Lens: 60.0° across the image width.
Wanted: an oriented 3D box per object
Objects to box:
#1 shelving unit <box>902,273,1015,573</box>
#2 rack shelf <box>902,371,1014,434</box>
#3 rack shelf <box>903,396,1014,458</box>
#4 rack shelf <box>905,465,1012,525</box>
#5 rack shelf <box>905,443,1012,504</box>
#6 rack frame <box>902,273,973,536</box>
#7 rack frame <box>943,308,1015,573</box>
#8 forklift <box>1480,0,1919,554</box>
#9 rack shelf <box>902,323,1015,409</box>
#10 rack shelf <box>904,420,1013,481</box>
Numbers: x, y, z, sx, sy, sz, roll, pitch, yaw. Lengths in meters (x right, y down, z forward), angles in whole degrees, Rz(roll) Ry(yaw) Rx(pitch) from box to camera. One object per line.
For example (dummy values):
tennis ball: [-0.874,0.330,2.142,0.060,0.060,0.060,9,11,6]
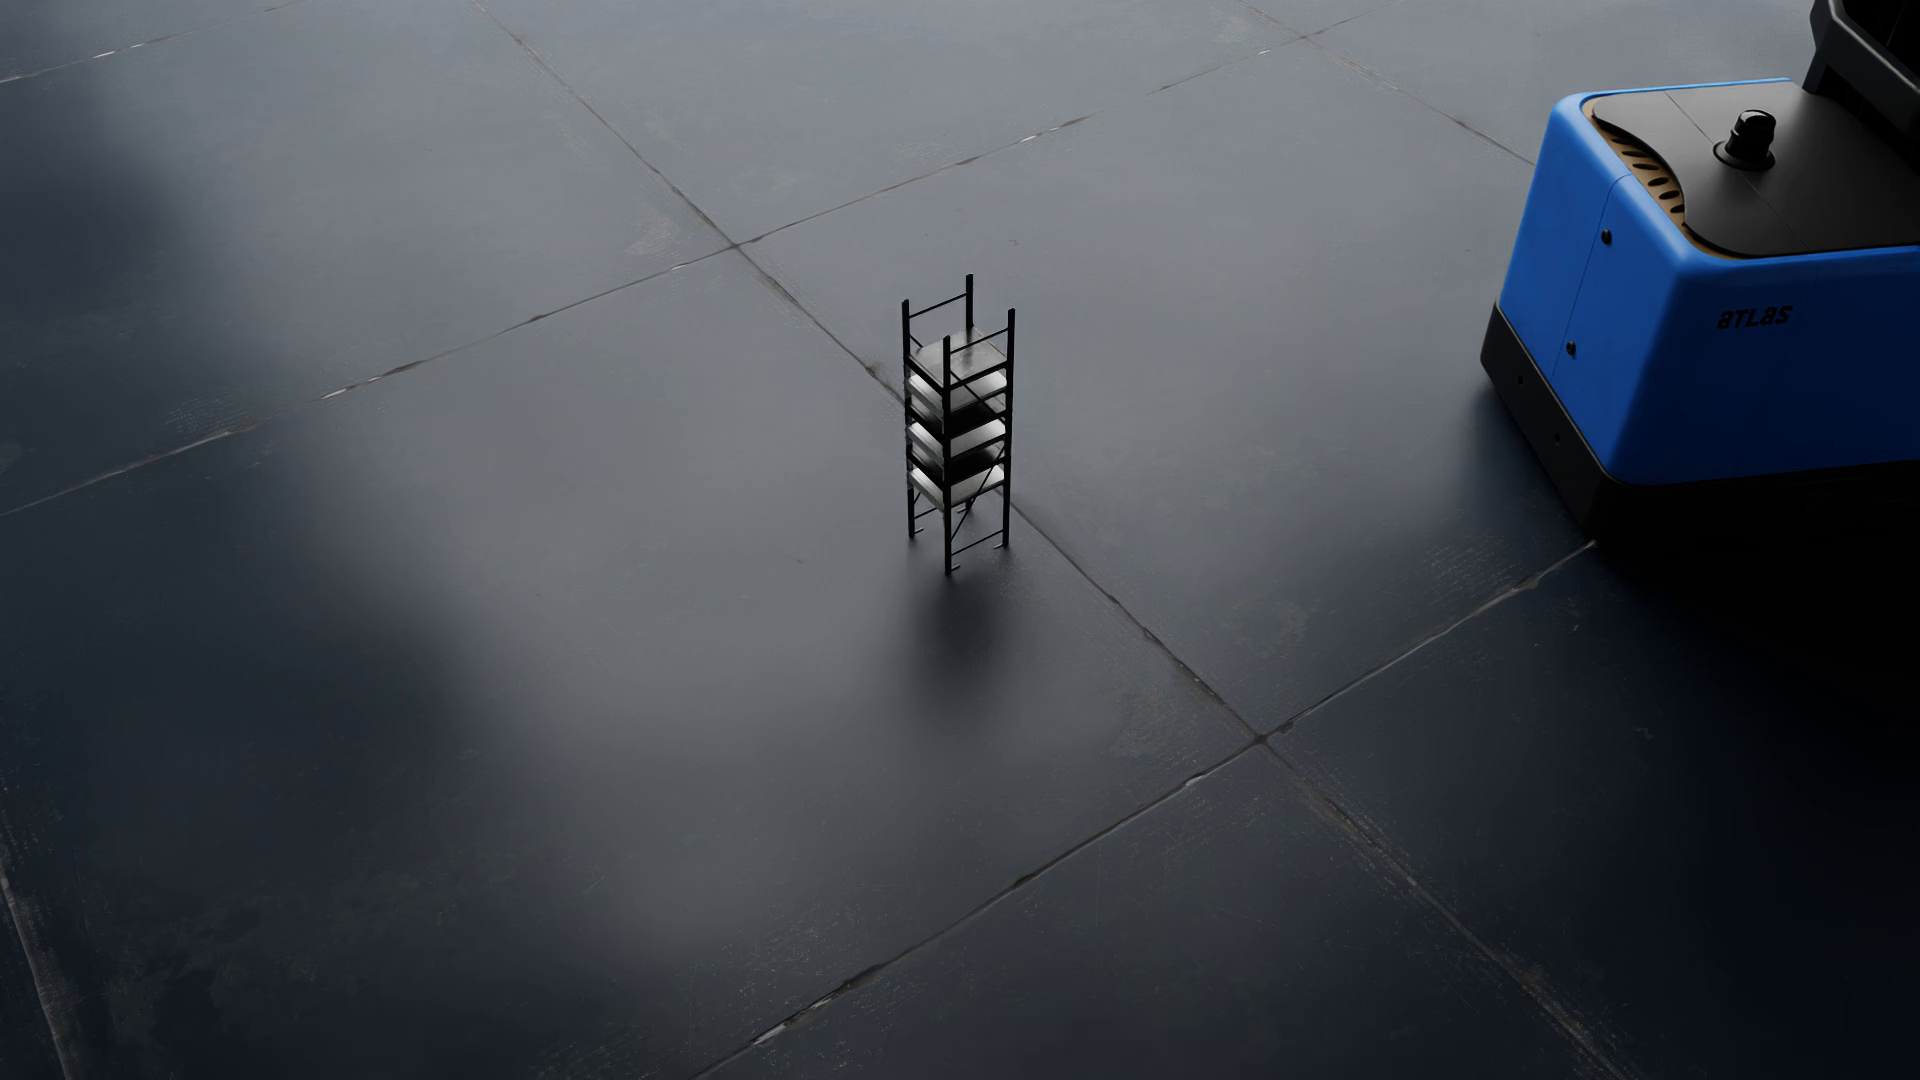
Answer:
shelving unit: [-0.005,-0.330,4.944,0.258,0.900,0.210,-26,49,-24]
rack shelf: [-0.005,-0.436,4.843,0.258,0.077,0.200,-26,49,-24]
rack shelf: [-0.005,-0.371,4.905,0.258,0.077,0.200,-26,49,-24]
rack shelf: [-0.005,-0.176,5.091,0.258,0.077,0.200,-26,49,-24]
rack shelf: [-0.005,-0.241,5.029,0.258,0.077,0.200,-26,49,-24]
rack frame: [-0.063,-0.388,5.004,0.240,0.900,0.006,-26,49,-24]
rack frame: [0.054,-0.273,4.884,0.240,0.900,0.006,-26,49,-24]
forklift: [3.375,-1.485,4.683,3.031,2.935,1.130,-6,44,-6]
rack shelf: [-0.005,-0.501,4.781,0.258,0.077,0.200,-26,49,-24]
rack shelf: [-0.005,-0.306,4.967,0.258,0.077,0.200,-26,49,-24]
